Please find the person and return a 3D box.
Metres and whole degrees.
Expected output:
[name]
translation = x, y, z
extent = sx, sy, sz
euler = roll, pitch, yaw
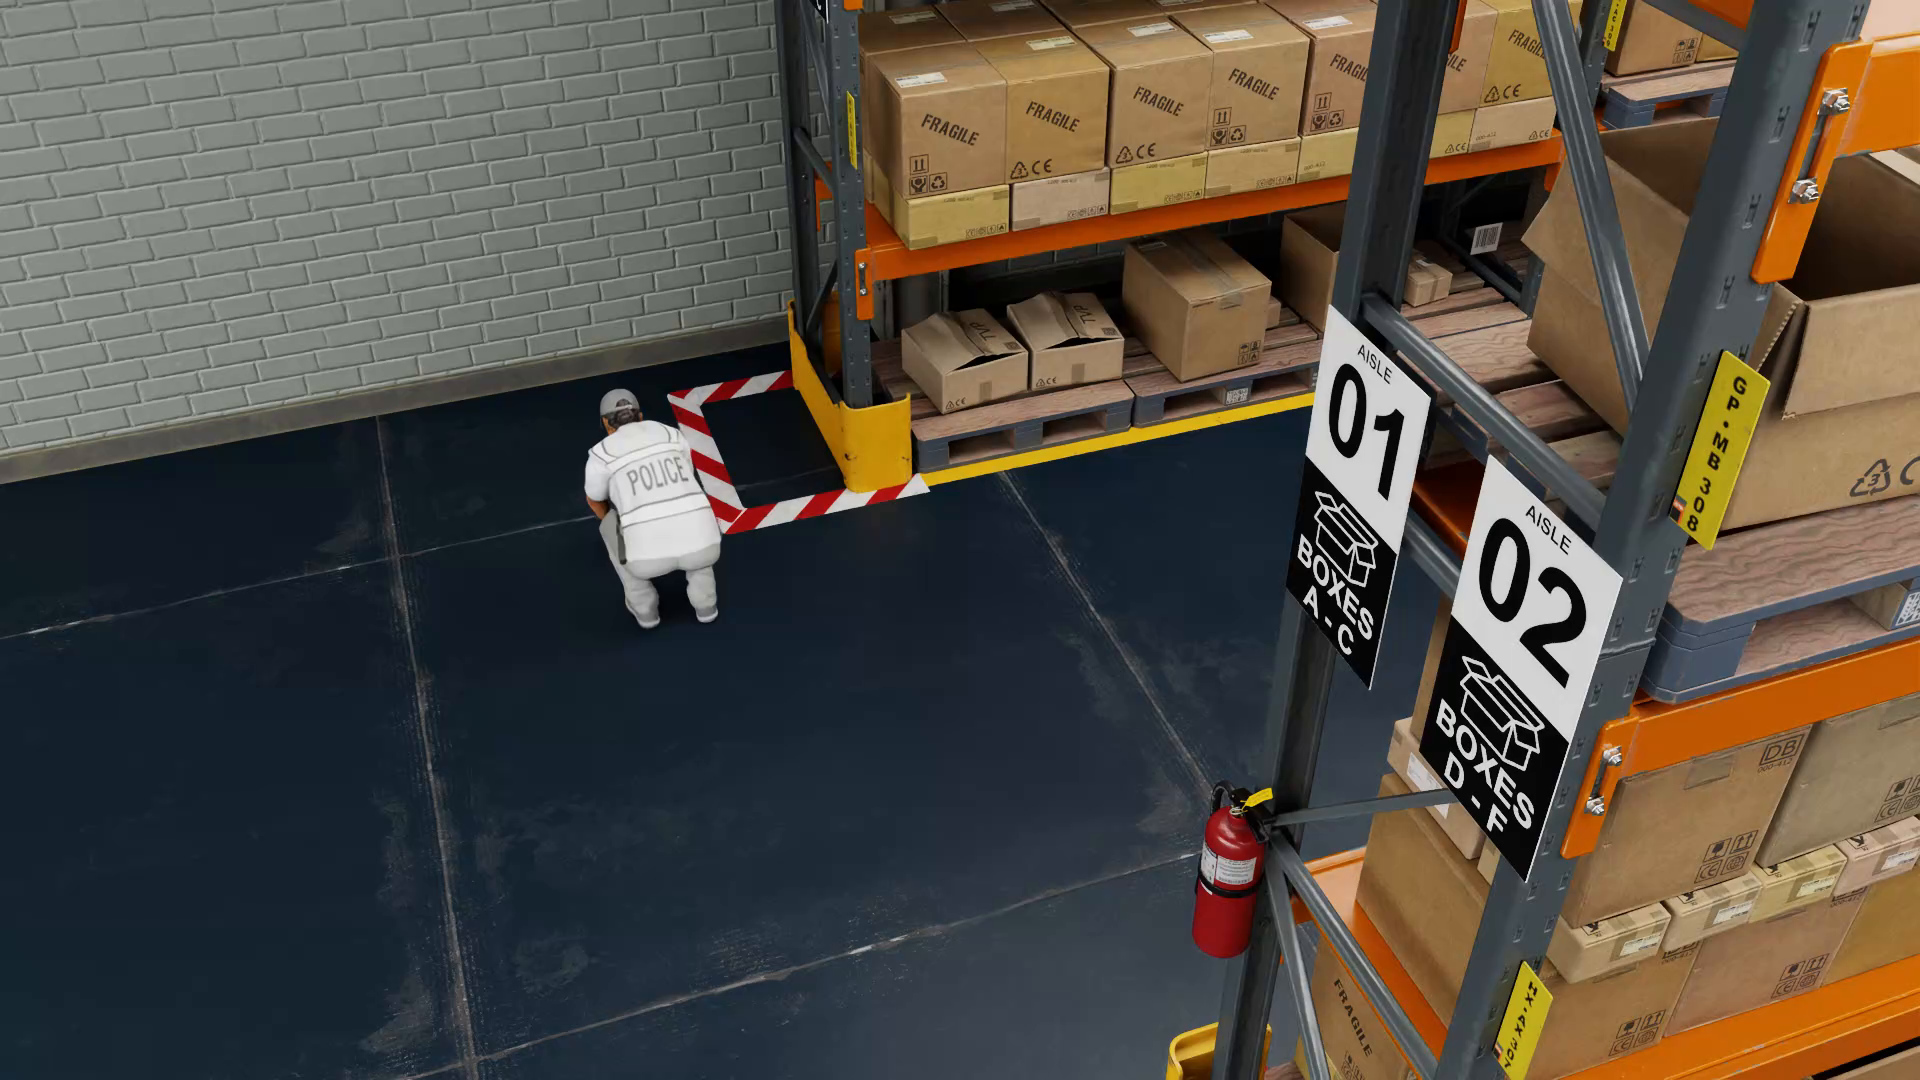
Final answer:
[person]
translation = -1.378, -0.105, 7.474
extent = 0.526, 0.986, 0.839
euler = -13, 40, -16
